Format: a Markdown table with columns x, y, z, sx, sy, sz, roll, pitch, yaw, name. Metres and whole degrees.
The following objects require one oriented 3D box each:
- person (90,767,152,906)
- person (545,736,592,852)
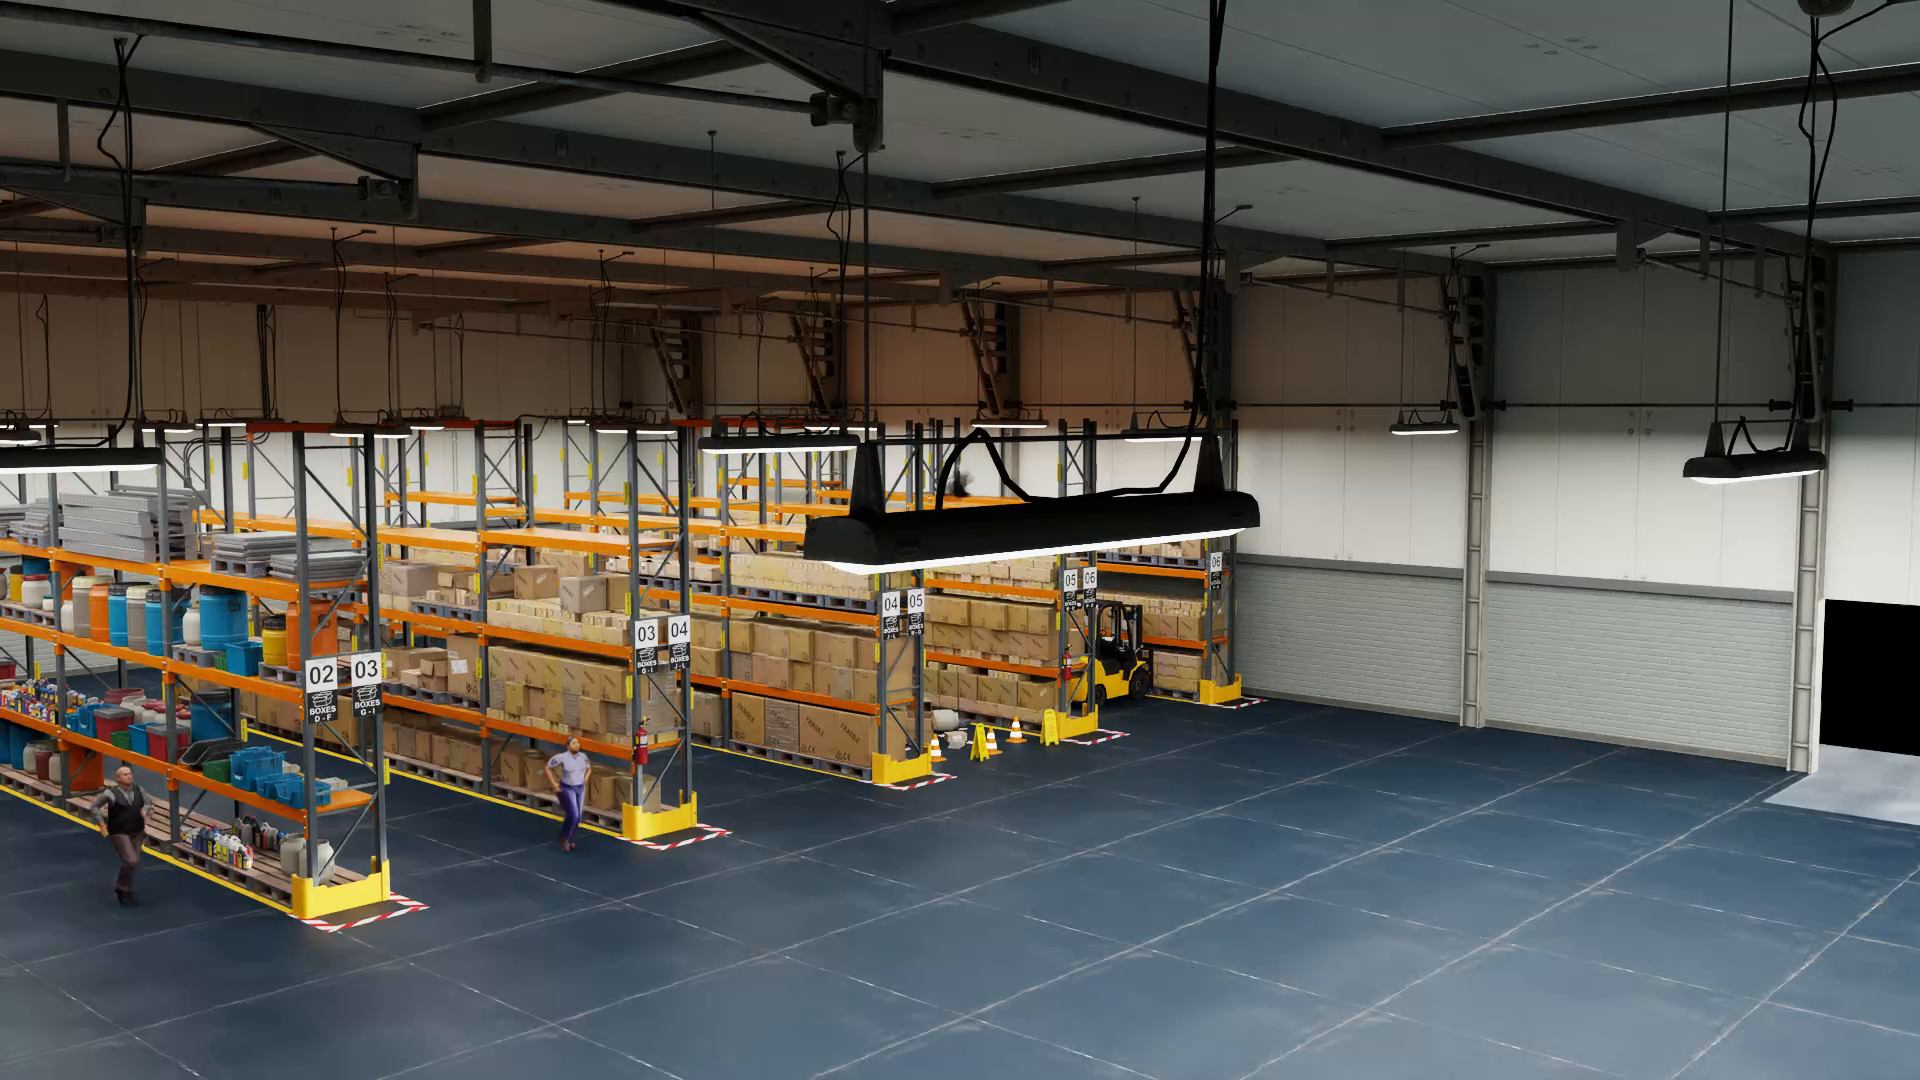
| x | y | z | sx | sy | sz | roll | pitch | yaw | name |
| --- | --- | --- | --- | --- | --- | --- | --- | --- | --- |
| -10.576 | 3.753 | 21.118 | 0.721 | 1.745 | 0.627 | 3 | 5 | 32 | person |
| -5.500 | 3.594 | 23.608 | 0.609 | 1.630 | 0.665 | 4 | 6 | 44 | person |
